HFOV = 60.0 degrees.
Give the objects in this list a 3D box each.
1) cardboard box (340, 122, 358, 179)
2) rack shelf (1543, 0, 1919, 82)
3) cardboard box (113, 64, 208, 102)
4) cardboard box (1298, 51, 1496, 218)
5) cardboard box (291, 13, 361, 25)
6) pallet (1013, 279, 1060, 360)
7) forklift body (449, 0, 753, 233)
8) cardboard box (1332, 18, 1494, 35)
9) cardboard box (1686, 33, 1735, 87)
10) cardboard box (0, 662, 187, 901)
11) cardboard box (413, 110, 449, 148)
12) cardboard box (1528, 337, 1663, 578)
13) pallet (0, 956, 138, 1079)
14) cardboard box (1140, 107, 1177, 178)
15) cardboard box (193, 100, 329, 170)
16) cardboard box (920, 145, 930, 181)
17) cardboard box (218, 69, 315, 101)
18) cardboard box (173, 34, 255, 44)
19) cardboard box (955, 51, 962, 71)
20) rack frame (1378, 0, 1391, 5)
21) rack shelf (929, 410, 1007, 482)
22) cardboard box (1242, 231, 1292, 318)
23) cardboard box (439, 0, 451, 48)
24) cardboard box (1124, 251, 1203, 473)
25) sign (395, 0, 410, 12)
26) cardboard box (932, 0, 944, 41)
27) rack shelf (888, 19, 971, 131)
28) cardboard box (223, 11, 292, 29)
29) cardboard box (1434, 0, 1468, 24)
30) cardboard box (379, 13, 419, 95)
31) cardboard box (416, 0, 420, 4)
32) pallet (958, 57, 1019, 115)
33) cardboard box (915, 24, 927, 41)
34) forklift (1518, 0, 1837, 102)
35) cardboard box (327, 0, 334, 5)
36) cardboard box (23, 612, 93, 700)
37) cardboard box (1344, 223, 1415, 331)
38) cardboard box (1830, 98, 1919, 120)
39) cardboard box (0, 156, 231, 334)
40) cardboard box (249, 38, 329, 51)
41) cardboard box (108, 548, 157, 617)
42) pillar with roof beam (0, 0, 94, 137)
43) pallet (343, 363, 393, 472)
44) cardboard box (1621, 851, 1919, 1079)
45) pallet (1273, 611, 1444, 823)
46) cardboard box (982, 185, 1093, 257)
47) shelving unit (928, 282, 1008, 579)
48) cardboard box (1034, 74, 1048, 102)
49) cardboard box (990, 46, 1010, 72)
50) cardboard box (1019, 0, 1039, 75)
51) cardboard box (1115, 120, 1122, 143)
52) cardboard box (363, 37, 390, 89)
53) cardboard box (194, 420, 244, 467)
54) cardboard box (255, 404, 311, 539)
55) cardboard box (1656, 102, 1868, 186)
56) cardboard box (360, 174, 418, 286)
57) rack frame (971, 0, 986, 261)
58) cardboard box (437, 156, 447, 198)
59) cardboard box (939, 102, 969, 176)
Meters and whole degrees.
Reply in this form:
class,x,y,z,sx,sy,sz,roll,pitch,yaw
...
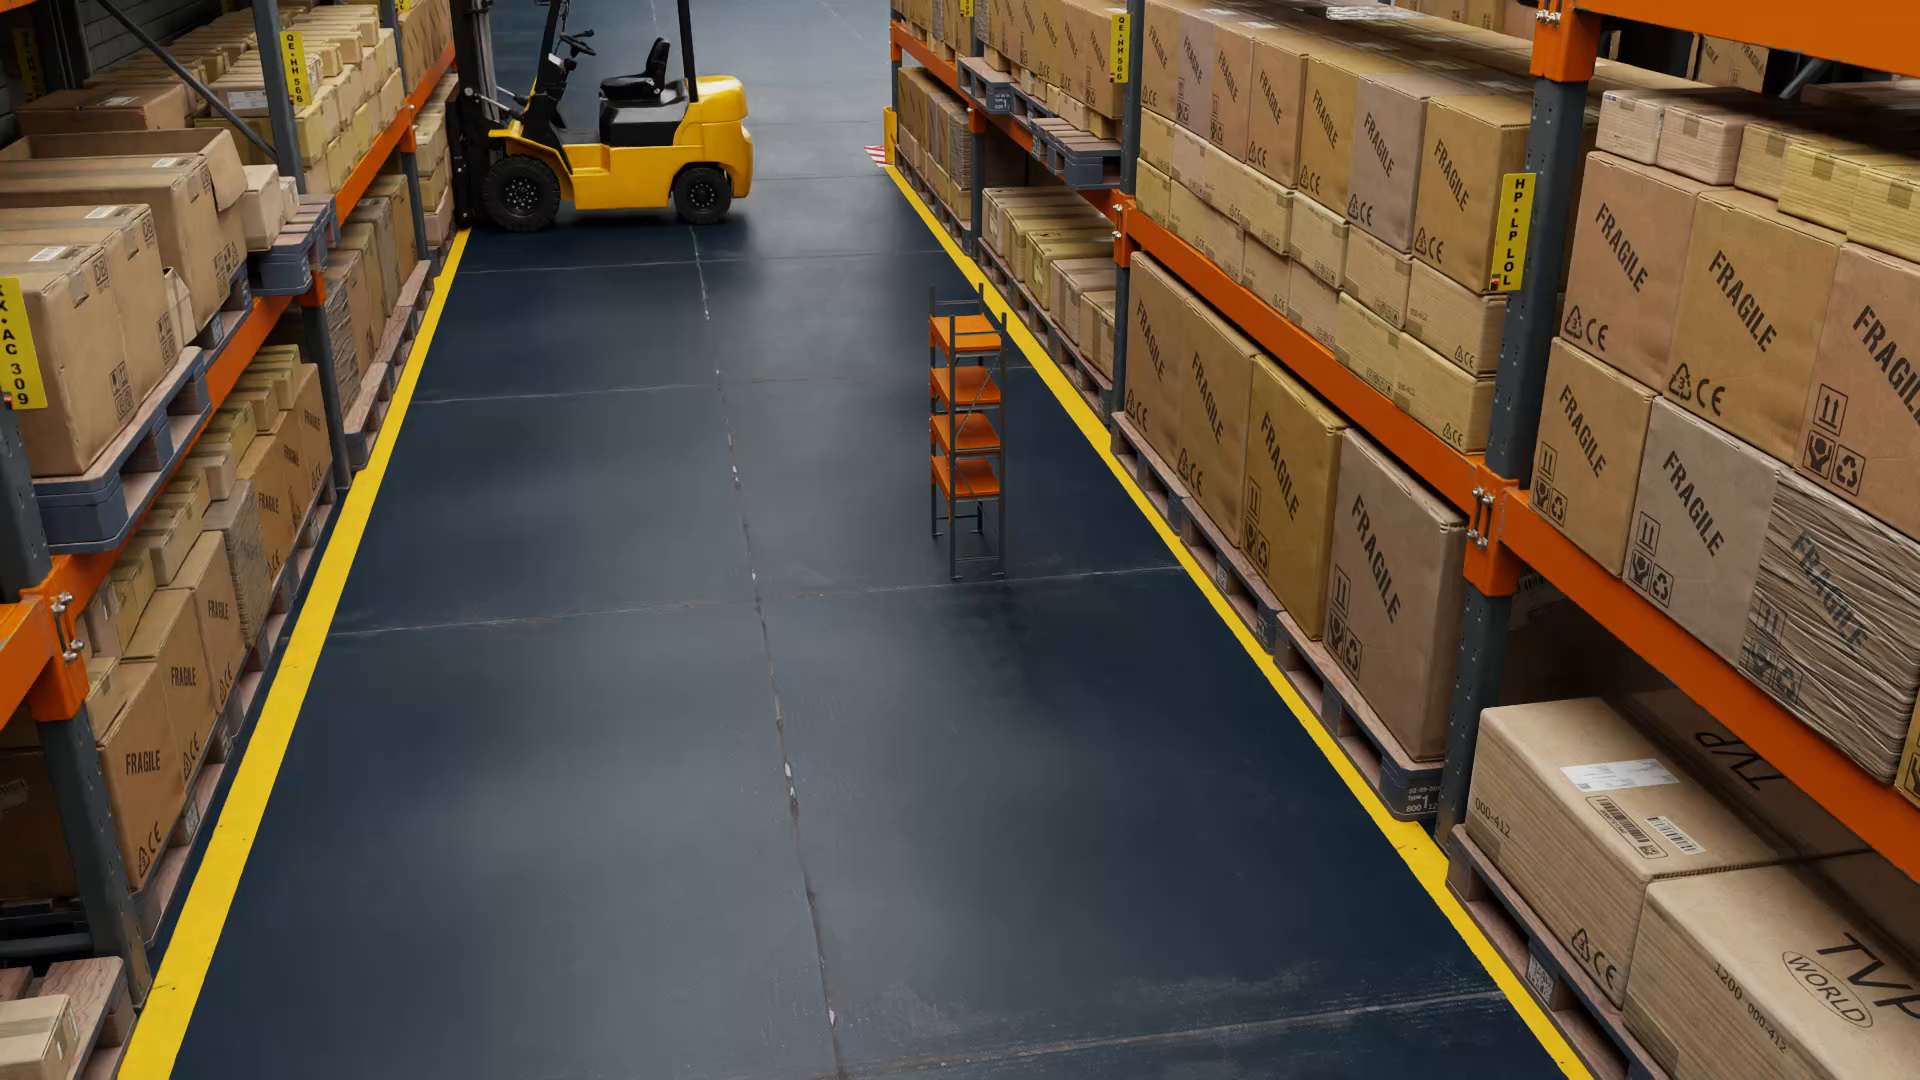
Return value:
class,x,y,z,sx,sy,sz,roll,pitch,yaw
cardboard box,-3.586,-2.128,9.062,0.500,0.250,0.500,-5,24,-11
rack shelf,2.433,-0.658,2.659,1.077,0.370,4.000,-4,24,-10
cardboard box,-3.959,-2.261,8.244,0.380,0.149,0.250,-4,24,-10
cardboard box,1.556,-1.464,5.981,0.500,0.500,0.500,-4,24,-8
cardboard box,-3.953,-3.202,10.398,0.380,0.149,0.250,-4,24,-10
pallet,0.958,-1.481,10.878,1.003,0.211,1.213,-4,24,-10
forklift body,-2.890,-3.751,13.651,2.313,2.155,1.214,-4,24,-10
cardboard box,1.864,-1.896,6.968,0.500,0.500,0.500,-4,24,-10
cardboard box,5.446,-3.376,11.607,0.500,0.500,0.500,-4,24,-10
cardboard box,-2.683,0.716,4.962,0.500,0.500,0.500,-3,24,-7
cardboard box,-4.263,-3.178,12.940,0.500,0.250,0.500,-3,24,-8
cardboard box,1.892,-0.241,4.430,0.500,0.500,0.500,-4,24,-8
pallet,-2.688,1.518,4.012,1.003,0.211,1.213,-4,24,-10
cardboard box,1.174,-1.915,7.951,0.500,0.250,0.500,-4,24,-10
cardboard box,-3.372,-1.959,8.050,0.500,0.250,0.500,-4,24,-10
cardboard box,-0.078,-3.299,14.467,0.500,0.250,0.500,-3,24,-6
cardboard box,-3.374,-2.199,8.102,0.380,0.149,0.250,-4,24,-9
cardboard box,-4.203,-2.763,9.393,0.380,0.149,0.250,-4,24,-9
cardboard box,0.172,-3.632,12.633,0.380,0.149,0.250,-4,24,-9
rack frame,4.690,-5.525,16.654,1.000,3.000,0.127,-4,24,-10
rack shelf,0.031,-0.423,7.388,0.258,0.148,0.480,-4,24,-10
cardboard box,1.465,-1.092,6.689,0.500,0.250,0.500,-4,24,-10
cardboard box,-4.598,-4.417,13.992,0.500,0.500,0.500,-4,24,-8
cardboard box,1.369,-0.914,8.224,0.875,0.875,0.875,-5,24,-10
sign,-3.762,-3.715,11.162,0.100,0.325,0.005,-4,24,-10
cardboard box,0.055,-4.290,13.329,0.500,0.500,0.500,-4,24,-8
rack shelf,0.214,-4.003,14.067,1.077,0.370,4.000,-4,24,-10
cardboard box,-4.442,-3.257,10.524,0.380,0.149,0.250,-5,24,-12
cardboard box,4.906,-5.007,15.280,0.875,0.550,0.550,-4,24,-10
cardboard box,-4.119,-3.417,11.701,0.500,0.500,0.500,-5,24,-11
cardboard box,-4.239,-4.073,12.393,0.380,0.149,0.250,-5,24,-10
pallet,0.582,-3.147,11.447,1.003,0.211,1.213,-4,24,-10
cardboard box,-0.184,-4.444,14.492,0.380,0.149,0.250,-4,24,-8
forklift,3.062,-1.513,7.553,1.130,2.935,3.031,-4,24,-10
cardboard box,-4.767,-4.032,12.299,0.380,0.149,0.250,-4,24,-8
cardboard box,-2.679,0.333,4.657,0.380,0.149,0.250,-5,24,-11
cardboard box,1.643,-0.911,5.651,0.500,0.250,0.500,-4,24,-8
cardboard box,2.375,-0.991,4.087,0.380,0.149,0.250,-4,24,-8
cardboard box,-2.925,-0.988,5.615,0.700,0.500,0.500,-4,24,-10
cardboard box,-3.716,-2.696,9.240,0.380,0.149,0.250,-4,24,-10
cardboard box,-2.869,0.154,5.437,0.380,0.149,0.250,-5,24,-11
pillar with roof beam,-0.450,-5.118,8.225,9.100,9.000,0.400,-4,24,-10
pallet,-3.668,-0.653,8.981,1.003,0.211,1.213,-4,24,-10
cardboard box,2.240,1.189,3.956,0.875,0.438,0.875,-5,24,-11
pallet,1.846,0.581,6.157,1.003,0.211,1.213,-4,24,-10
cardboard box,0.683,-2.328,12.091,0.950,0.372,0.625,-4,24,-9
shelving unit,0.031,-0.485,7.361,0.258,1.200,0.503,-4,24,-10
cardboard box,0.667,-2.765,10.123,0.380,0.149,0.250,-5,24,-11
cardboard box,0.413,-3.284,11.310,0.380,0.149,0.250,-4,24,-9
cardboard box,0.665,-3.121,10.128,0.500,0.500,0.500,-5,24,-12
cardboard box,1.031,-2.162,8.741,0.380,0.149,0.250,-3,24,-8
cardboard box,-3.849,-2.962,10.346,0.500,0.250,0.500,-5,24,-11
cardboard box,-3.077,-0.355,6.604,0.380,0.149,0.250,-5,24,-11
cardboard box,-3.182,-0.303,7.294,0.500,0.500,0.500,-5,24,-11
cardboard box,1.929,-0.958,4.010,0.380,0.149,0.250,-4,24,-9
cardboard box,-4.186,-2.077,11.200,0.875,0.625,0.625,-3,24,-7
rack frame,0.584,-3.546,12.121,1.000,3.000,0.127,-4,24,-10
cardboard box,-4.175,-2.750,12.584,0.500,0.250,0.500,-4,24,-10
cardboard box,0.115,-3.235,13.383,0.500,0.500,0.500,-4,24,-9
